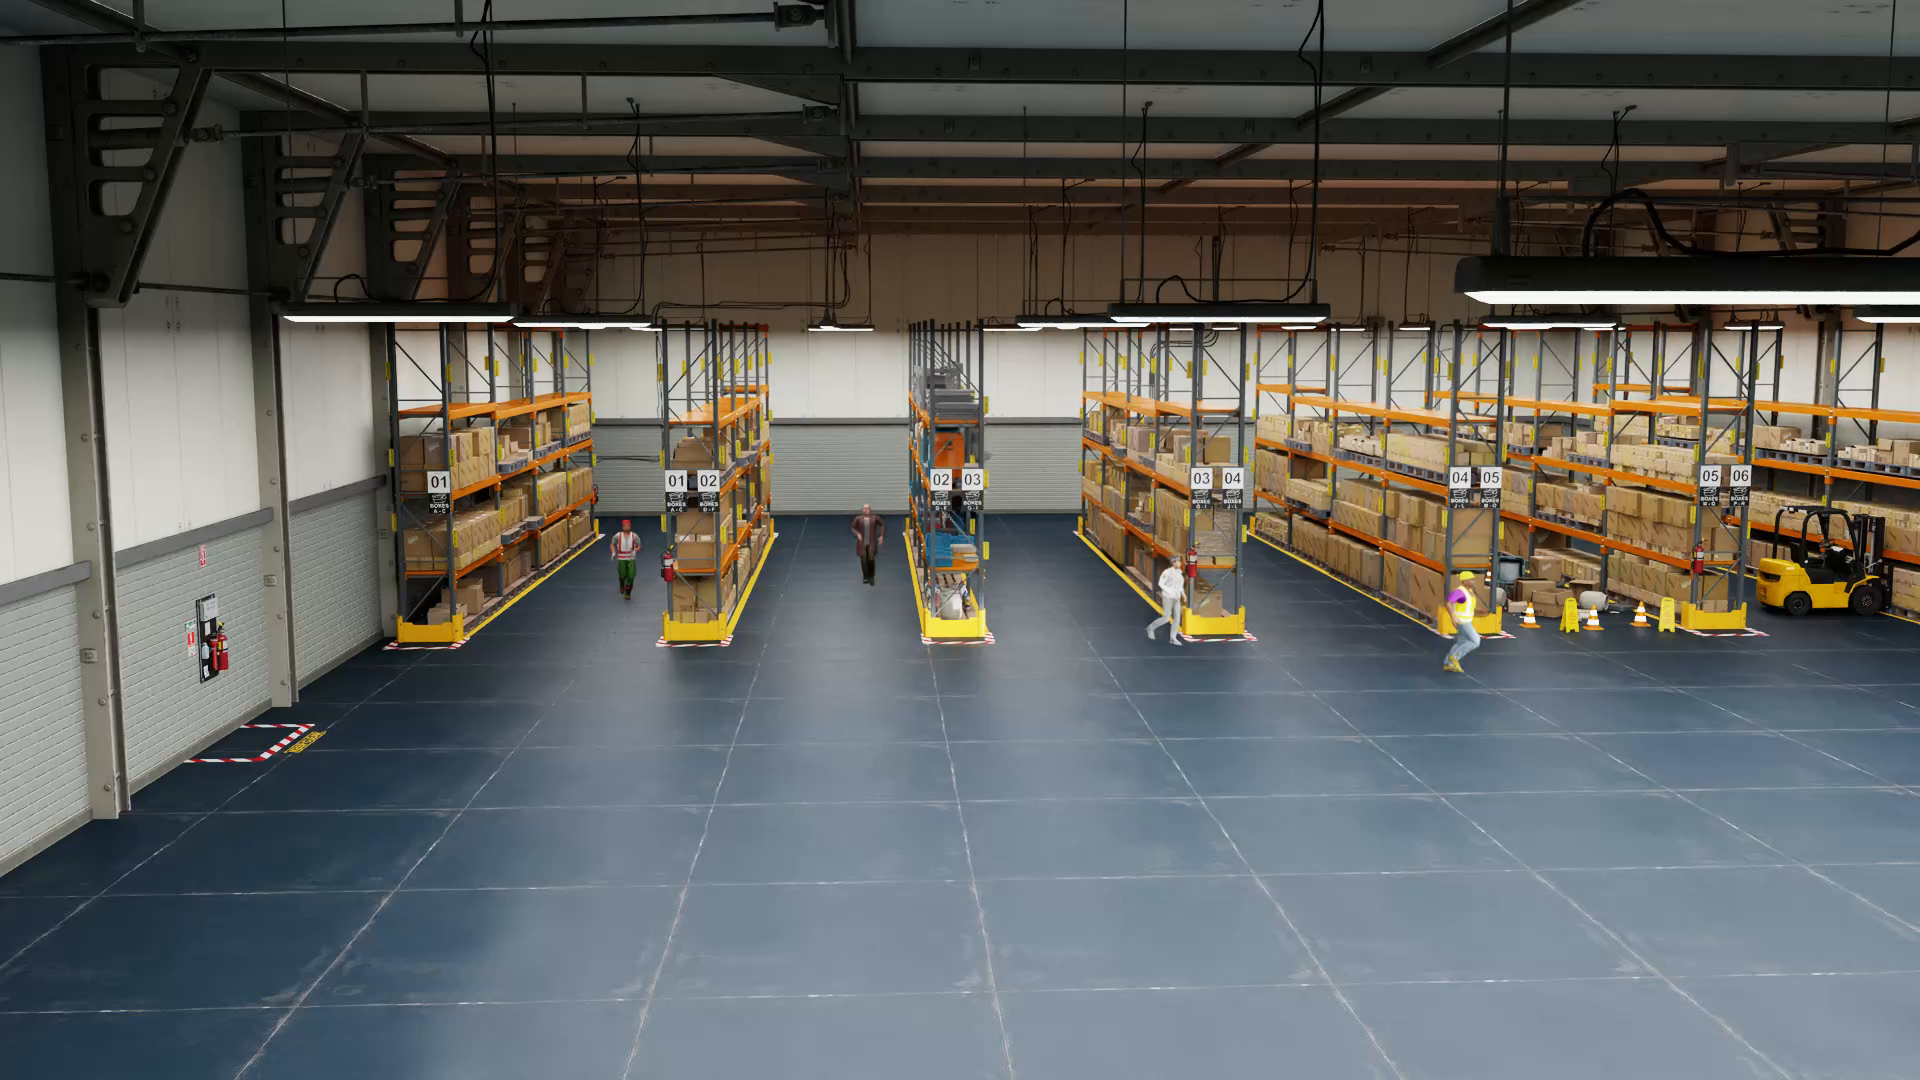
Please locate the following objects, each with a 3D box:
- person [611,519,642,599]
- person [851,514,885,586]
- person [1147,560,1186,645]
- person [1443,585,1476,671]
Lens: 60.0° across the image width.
[{"bbox_3d":[-7.188,0.430,35.881,0.651,1.743,0.585,-2,7,-15],"label":"person"},{"bbox_3d":[-2.003,0.211,36.220,0.747,1.610,0.558,0,7,0],"label":"person"},{"bbox_3d":[3.932,1.100,30.973,0.611,1.619,0.771,-6,9,-42],"label":"person"},{"bbox_3d":[8.480,1.495,28.239,0.490,1.473,0.656,4,8,29],"label":"person"}]
